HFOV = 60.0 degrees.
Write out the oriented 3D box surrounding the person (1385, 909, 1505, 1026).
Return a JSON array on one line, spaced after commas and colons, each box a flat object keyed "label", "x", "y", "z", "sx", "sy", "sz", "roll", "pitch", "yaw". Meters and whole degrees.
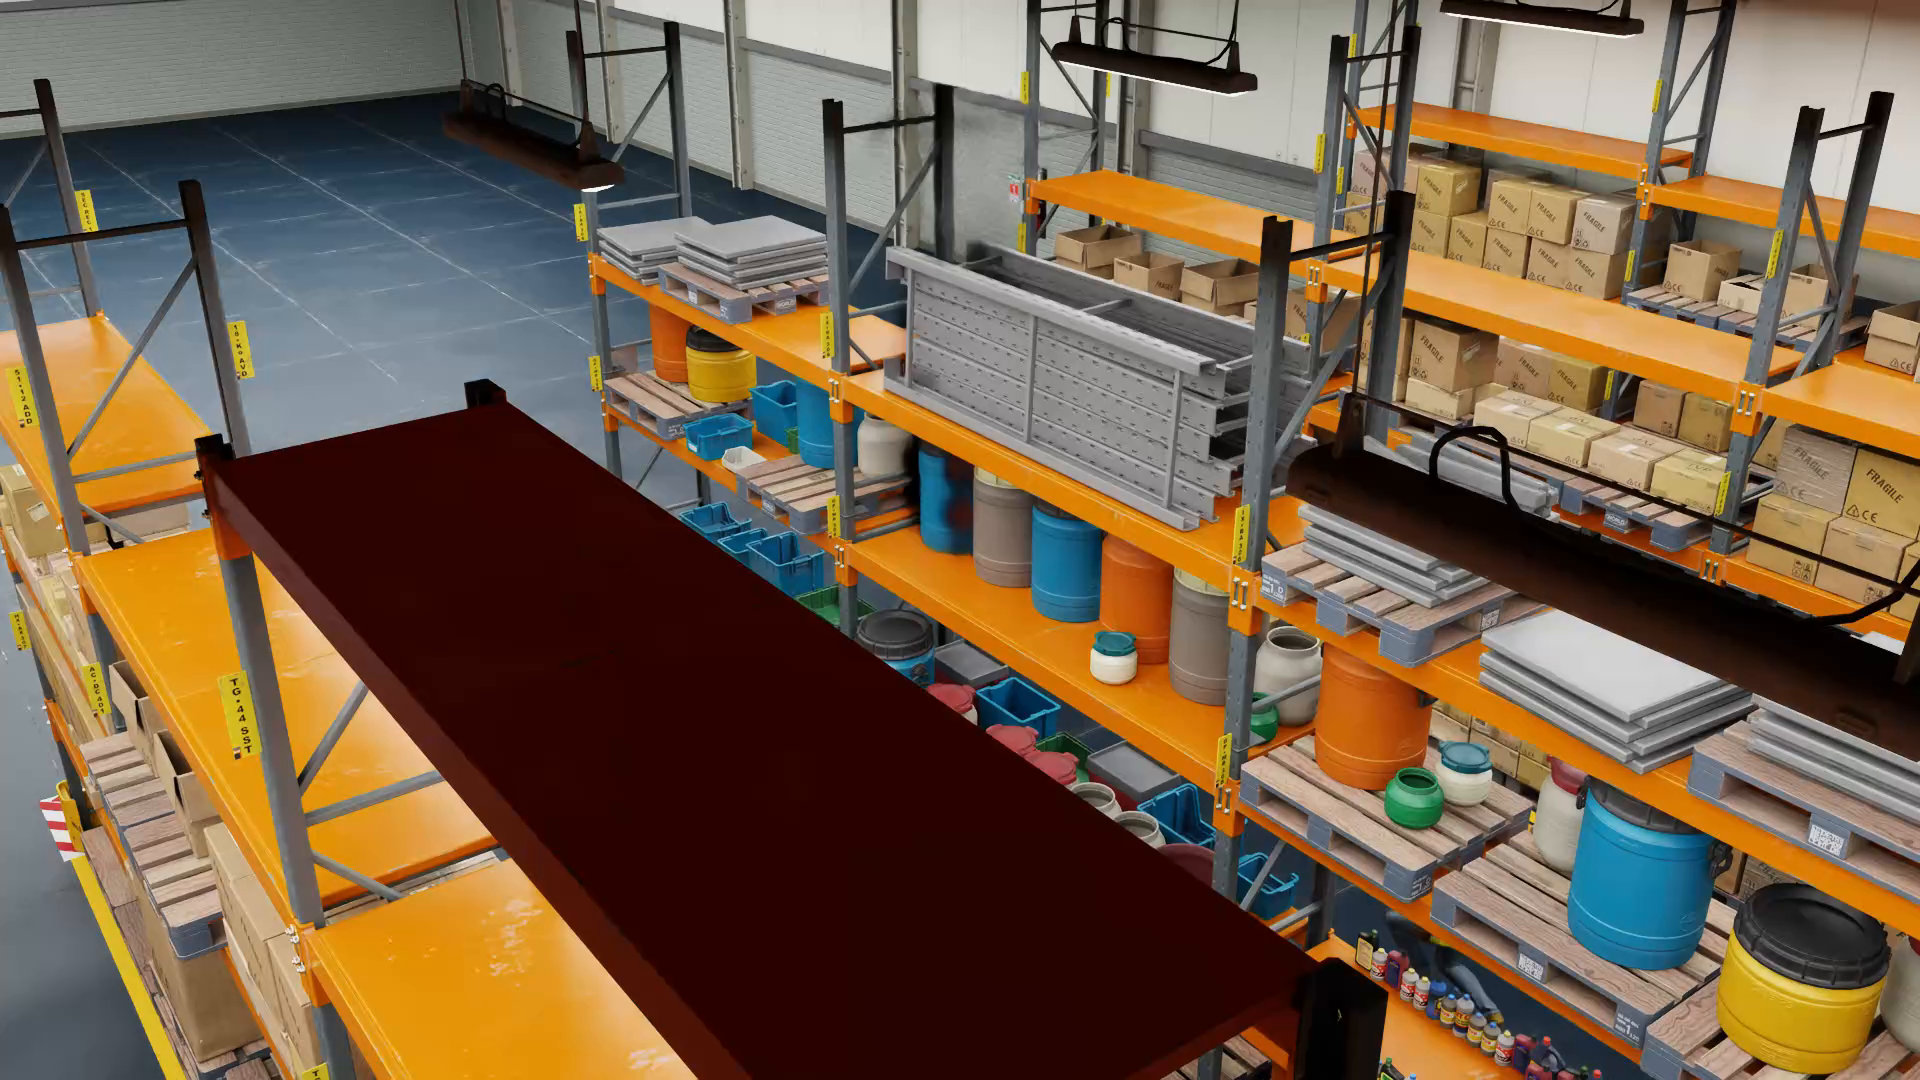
[{"label": "person", "x": 3.315, "y": 2.565, "z": 11.225, "sx": 0.726, "sy": 1.622, "sz": 0.936, "roll": -18, "pitch": 31, "yaw": -34}]
